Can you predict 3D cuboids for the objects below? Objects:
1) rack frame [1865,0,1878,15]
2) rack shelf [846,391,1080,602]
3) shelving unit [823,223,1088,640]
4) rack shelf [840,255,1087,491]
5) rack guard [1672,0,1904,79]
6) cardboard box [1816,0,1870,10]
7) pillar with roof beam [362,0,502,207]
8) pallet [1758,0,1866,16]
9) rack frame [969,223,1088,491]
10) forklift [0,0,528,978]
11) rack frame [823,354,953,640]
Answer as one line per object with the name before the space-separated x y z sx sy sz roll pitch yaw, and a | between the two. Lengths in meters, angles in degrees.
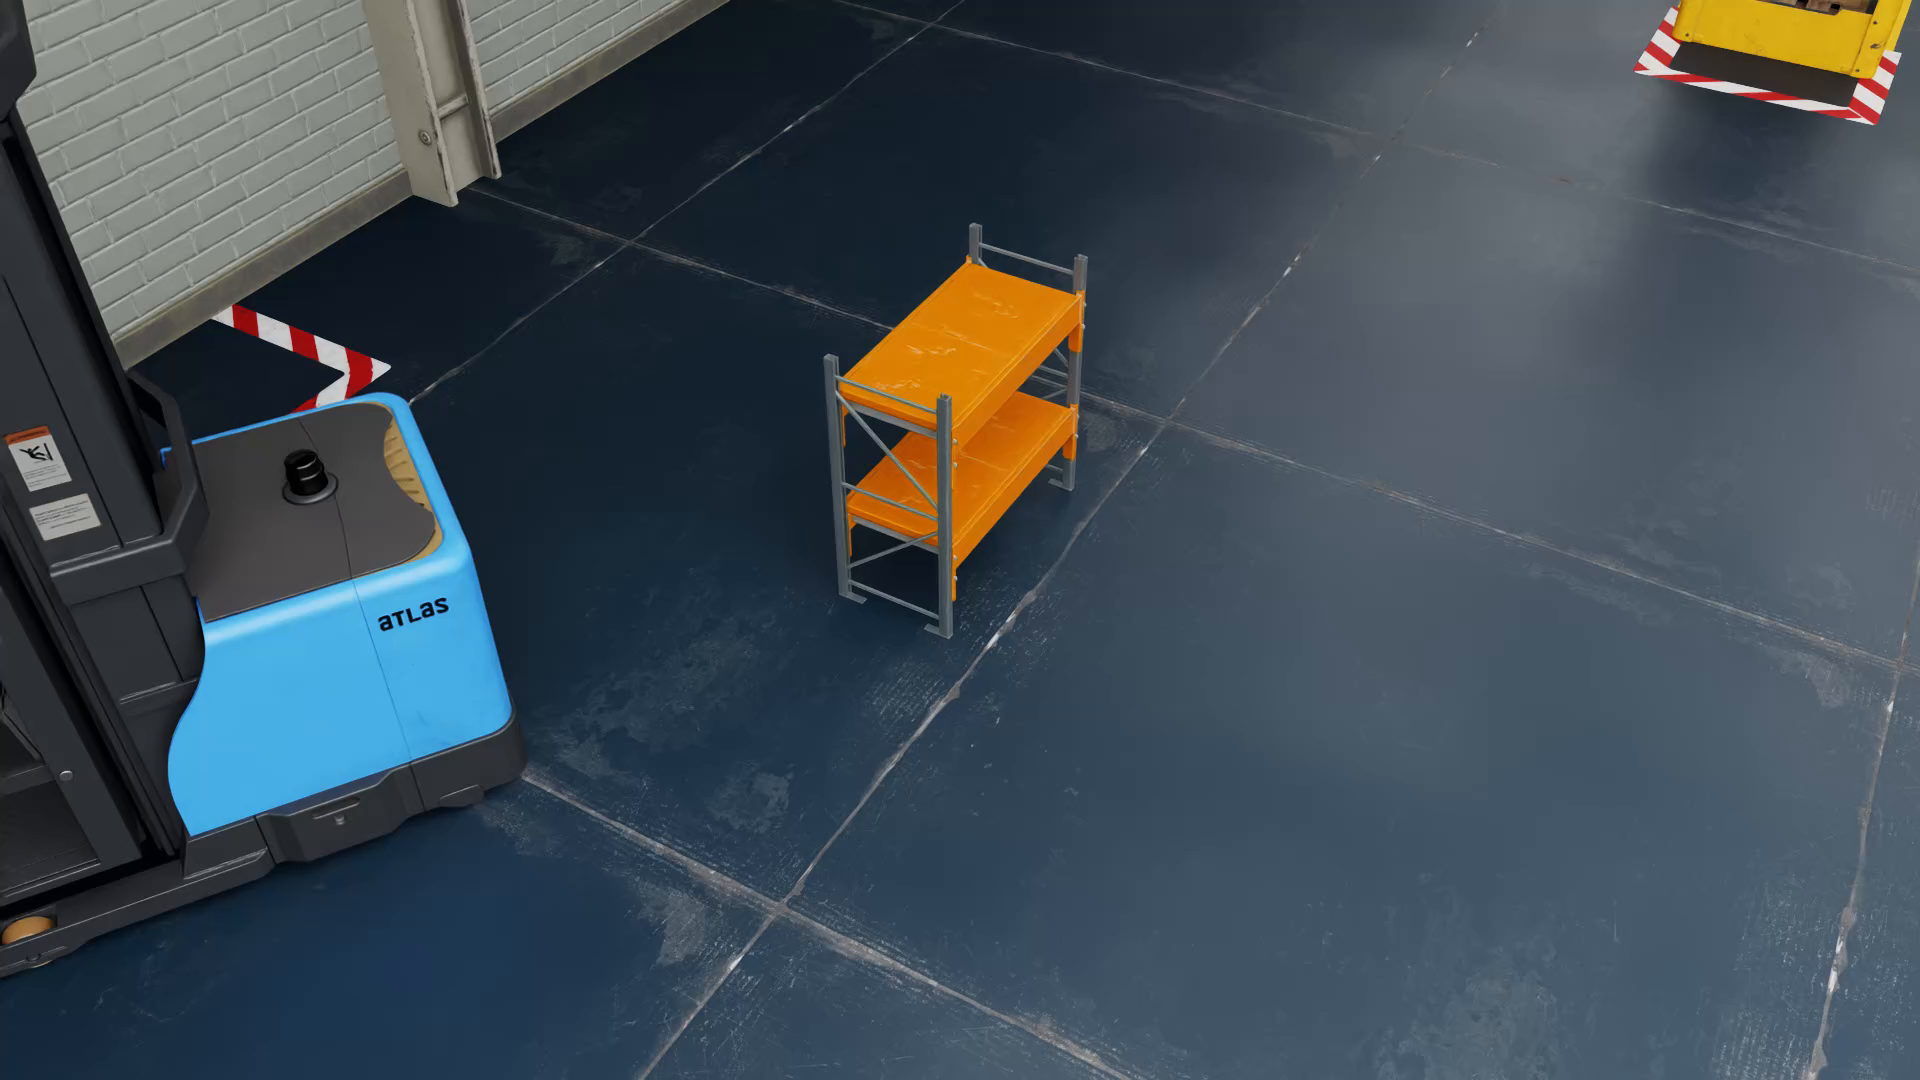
rack frame | 4.988 -4.147 9.190 1.000 3.000 0.127 21 45 22
rack shelf | 0.003 -0.243 6.544 0.538 0.278 1.000 21 45 22
shelving unit | 0.003 -0.426 6.383 0.538 1.125 1.048 21 45 22
rack shelf | 0.003 -0.646 6.189 0.538 0.278 1.000 21 45 22
rack guard | 4.976 -3.196 10.001 1.175 0.500 0.348 21 45 22
cardboard box | 5.449 -3.506 10.225 0.500 0.250 0.500 21 45 22
pillar with roof beam | 1.023 -3.865 4.330 9.100 9.000 0.400 21 45 22
pallet | 5.334 -3.552 10.624 1.003 0.211 1.213 21 45 22
rack frame | 0.258 -0.717 6.713 0.500 1.125 0.032 21 45 22
forklift | -3.051 -0.100 4.646 3.031 2.935 1.130 -19 45 -20
rack frame | -0.251 -0.135 6.052 0.500 1.125 0.032 21 45 22
